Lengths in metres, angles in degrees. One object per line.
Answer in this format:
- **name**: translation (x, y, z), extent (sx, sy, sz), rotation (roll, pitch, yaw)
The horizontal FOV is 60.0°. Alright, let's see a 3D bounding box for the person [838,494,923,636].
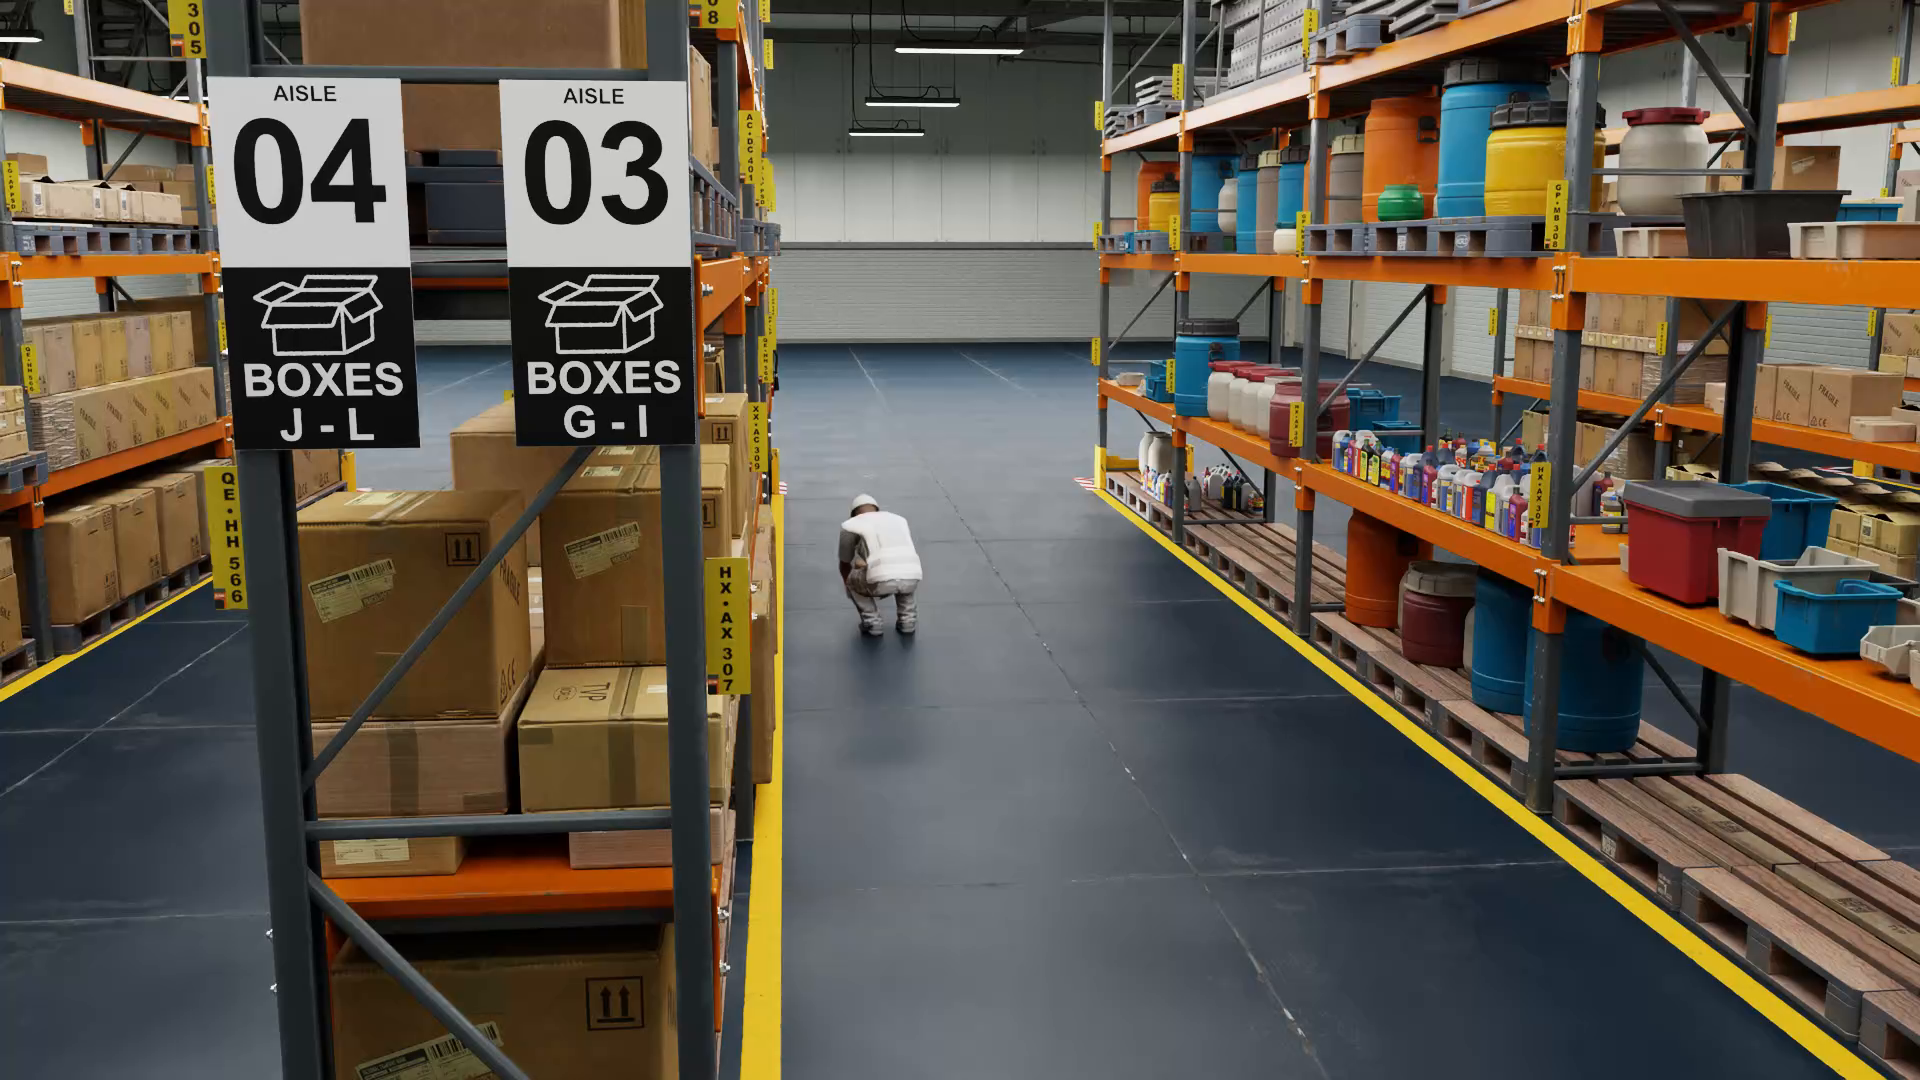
- **person**: translation (-0.613, 0.183, 12.622), extent (0.577, 0.992, 0.903), rotation (-3, 10, -17)
